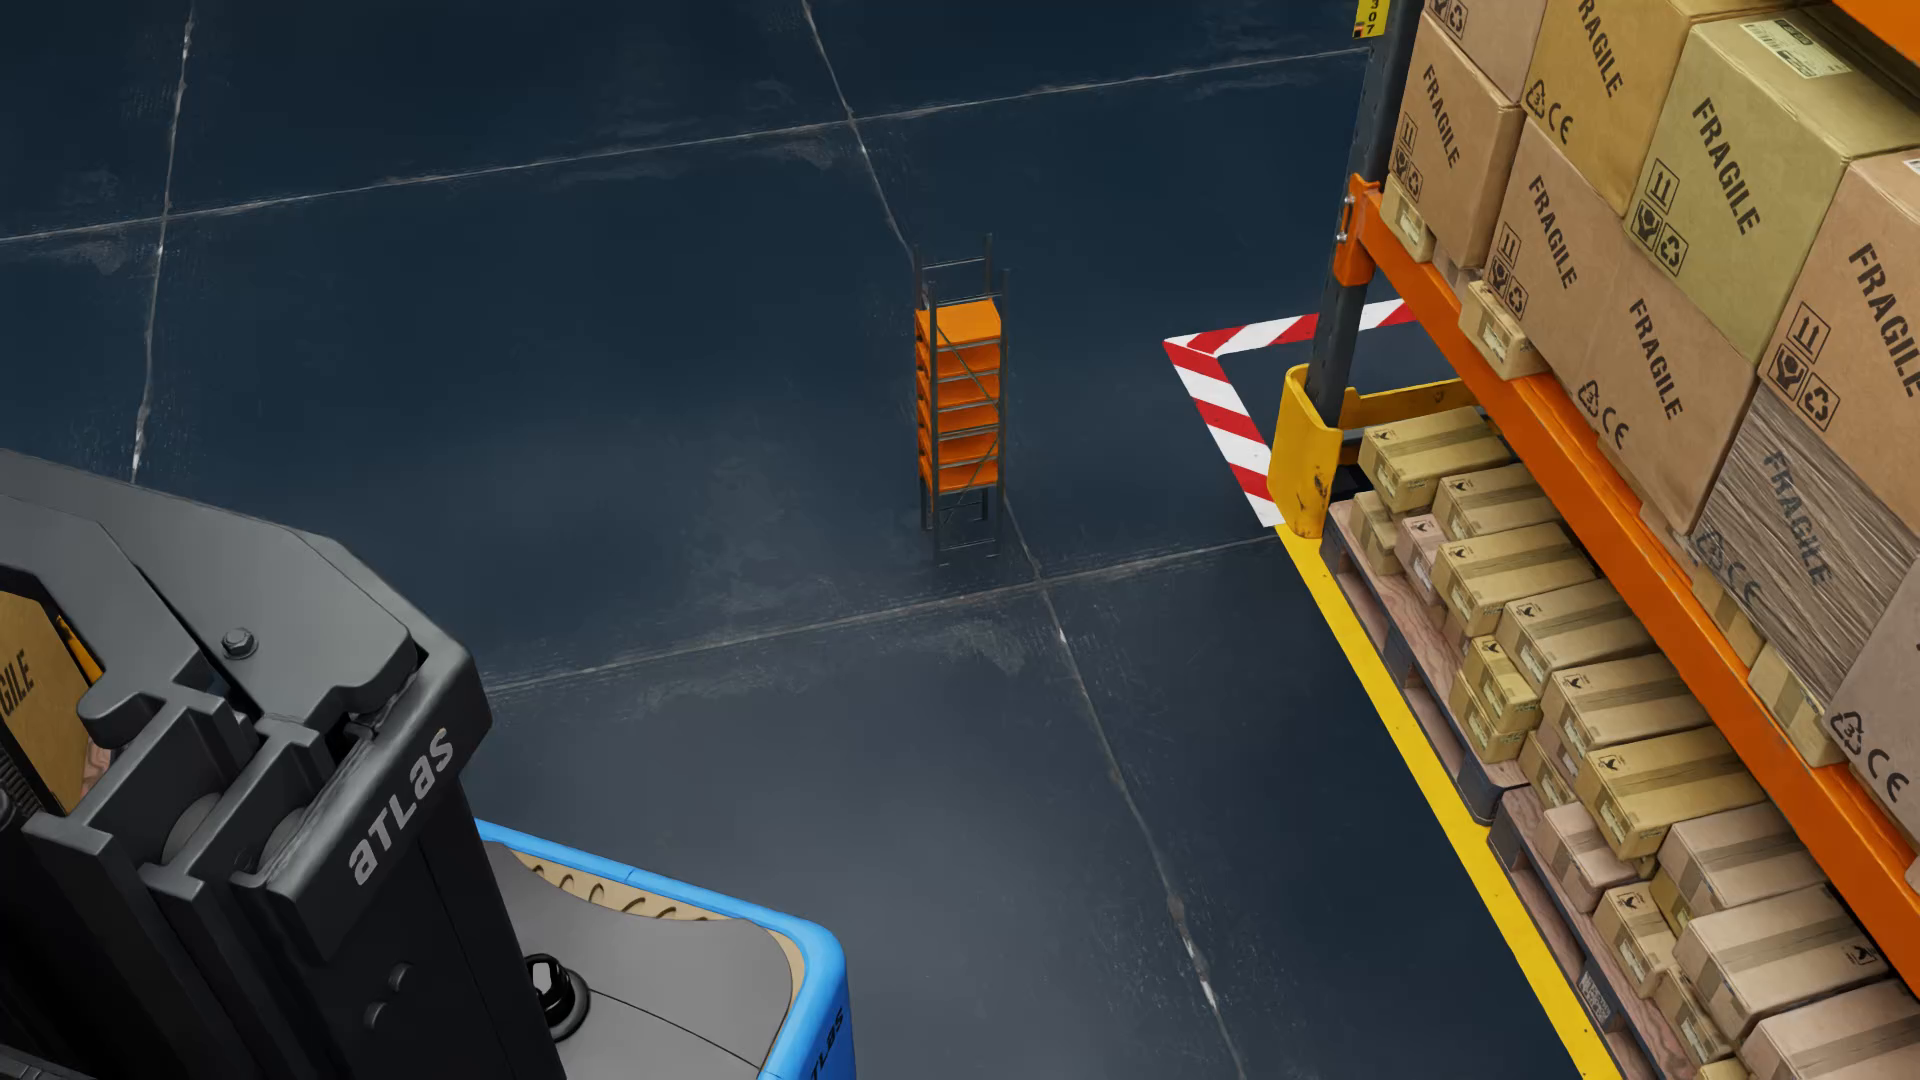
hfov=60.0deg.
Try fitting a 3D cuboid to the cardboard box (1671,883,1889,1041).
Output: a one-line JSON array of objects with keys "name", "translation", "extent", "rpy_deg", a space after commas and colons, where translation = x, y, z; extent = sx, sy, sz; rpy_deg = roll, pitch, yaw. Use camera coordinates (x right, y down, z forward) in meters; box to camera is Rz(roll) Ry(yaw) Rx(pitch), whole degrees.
[{"name": "cardboard box", "translation": [1.946, 0.999, 3.956], "extent": [0.380, 0.149, 0.250], "rpy_deg": [-12, 47, -12]}]

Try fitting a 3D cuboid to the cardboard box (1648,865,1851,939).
[{"name": "cardboard box", "translation": [2.009, 0.918, 4.243], "extent": [0.380, 0.149, 0.250], "rpy_deg": [-9, 46, -8]}]

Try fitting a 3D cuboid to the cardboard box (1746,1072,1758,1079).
[{"name": "cardboard box", "translation": [2.085, 1.299, 3.870], "extent": [0.380, 0.149, 0.250], "rpy_deg": [-10, 46, -9]}]

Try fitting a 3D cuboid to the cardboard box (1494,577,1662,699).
[{"name": "cardboard box", "translation": [1.746, 0.268, 4.672], "extent": [0.380, 0.149, 0.250], "rpy_deg": [-13, 47, -12]}]

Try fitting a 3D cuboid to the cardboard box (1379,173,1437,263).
[{"name": "cardboard box", "translation": [1.435, -0.948, 4.755], "extent": [0.380, 0.149, 0.250], "rpy_deg": [-11, 47, -11]}]

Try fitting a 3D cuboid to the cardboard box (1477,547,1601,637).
[{"name": "cardboard box", "translation": [1.719, 0.188, 4.960], "extent": [0.380, 0.149, 0.250], "rpy_deg": [-10, 46, -10]}]

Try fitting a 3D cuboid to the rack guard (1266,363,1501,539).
[{"name": "rack guard", "translation": [1.689, -0.393, 5.785], "extent": [1.175, 0.500, 0.348], "rpy_deg": [-11, 47, -10]}]

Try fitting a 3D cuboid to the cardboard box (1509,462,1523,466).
[{"name": "cardboard box", "translation": [2.006, -0.144, 5.493], "extent": [0.380, 0.149, 0.250], "rpy_deg": [-10, 46, -10]}]

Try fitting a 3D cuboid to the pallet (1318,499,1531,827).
[{"name": "pallet", "translation": [1.863, 0.276, 5.332], "extent": [1.003, 0.211, 1.213], "rpy_deg": [-11, 47, -10]}]

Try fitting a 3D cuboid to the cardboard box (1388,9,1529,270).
[{"name": "cardboard box", "translation": [1.517, -1.099, 4.448], "extent": [0.500, 0.500, 0.500], "rpy_deg": [-9, 46, -8]}]

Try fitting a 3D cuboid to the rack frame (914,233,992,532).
[{"name": "rack frame", "translation": [-0.020, -0.473, 5.374], "extent": [0.240, 1.200, 0.006], "rpy_deg": [-11, 47, -10]}]

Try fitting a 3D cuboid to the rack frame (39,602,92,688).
[{"name": "rack frame", "translation": [-3.151, -0.483, 4.123], "extent": [1.000, 3.000, 0.127], "rpy_deg": [-11, 47, -10]}]

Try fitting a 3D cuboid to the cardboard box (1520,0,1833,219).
[{"name": "cardboard box", "translation": [1.663, -1.103, 3.753], "extent": [0.500, 0.500, 0.500], "rpy_deg": [-9, 46, -9]}]

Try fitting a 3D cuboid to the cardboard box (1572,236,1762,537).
[{"name": "cardboard box", "translation": [1.792, -0.393, 3.757], "extent": [0.500, 0.500, 0.500], "rpy_deg": [-10, 46, -10]}]

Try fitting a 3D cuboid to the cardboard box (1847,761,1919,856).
[{"name": "cardboard box", "translation": [2.058, 0.472, 3.363], "extent": [0.380, 0.149, 0.250], "rpy_deg": [-11, 47, -11]}]

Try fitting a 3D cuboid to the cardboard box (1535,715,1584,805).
[{"name": "cardboard box", "translation": [1.840, 0.550, 4.604], "extent": [0.380, 0.149, 0.250], "rpy_deg": [-13, 47, -12]}]

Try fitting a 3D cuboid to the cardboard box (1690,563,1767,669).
[{"name": "cardboard box", "translation": [1.884, 0.119, 3.709], "extent": [0.380, 0.149, 0.250], "rpy_deg": [-9, 46, -9]}]

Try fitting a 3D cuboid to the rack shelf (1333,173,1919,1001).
[{"name": "rack shelf", "translation": [2.181, 0.313, 3.847], "extent": [1.077, 0.370, 4.000], "rpy_deg": [-11, 47, -10]}]

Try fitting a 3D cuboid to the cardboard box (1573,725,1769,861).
[{"name": "cardboard box", "translation": [1.831, 0.651, 4.297], "extent": [0.380, 0.149, 0.250], "rpy_deg": [-10, 46, -10]}]

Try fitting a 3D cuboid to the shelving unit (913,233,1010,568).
[{"name": "shelving unit", "translation": [0.004, -0.410, 5.312], "extent": [0.258, 1.200, 0.189], "rpy_deg": [-11, 47, -10]}]

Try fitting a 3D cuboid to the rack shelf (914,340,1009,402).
[{"name": "rack shelf", "translation": [0.004, -0.547, 5.172], "extent": [0.258, 0.103, 0.180], "rpy_deg": [-11, 47, -10]}]

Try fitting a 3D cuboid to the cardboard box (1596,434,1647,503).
[{"name": "cardboard box", "translation": [1.802, -0.239, 4.060], "extent": [0.380, 0.149, 0.250], "rpy_deg": [-11, 47, -11]}]

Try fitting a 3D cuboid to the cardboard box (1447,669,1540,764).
[{"name": "cardboard box", "translation": [1.670, 0.484, 4.878], "extent": [0.380, 0.149, 0.250], "rpy_deg": [-10, 46, -10]}]

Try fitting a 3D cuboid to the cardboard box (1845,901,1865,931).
[{"name": "cardboard box", "translation": [2.398, 0.927, 4.444], "extent": [0.380, 0.149, 0.250], "rpy_deg": [-9, 46, -9]}]

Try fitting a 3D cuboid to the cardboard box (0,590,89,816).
[{"name": "cardboard box", "translation": [-2.910, 0.541, 4.313], "extent": [0.875, 0.875, 0.875], "rpy_deg": [-11, 47, -10]}]

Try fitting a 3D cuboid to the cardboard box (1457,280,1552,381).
[{"name": "cardboard box", "translation": [1.558, -0.585, 4.399], "extent": [0.380, 0.149, 0.250], "rpy_deg": [-12, 47, -11]}]

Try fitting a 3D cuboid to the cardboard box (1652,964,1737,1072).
[{"name": "cardboard box", "translation": [1.997, 1.177, 4.198], "extent": [0.380, 0.149, 0.250], "rpy_deg": [-10, 46, -10]}]

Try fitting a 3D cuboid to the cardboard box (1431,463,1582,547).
[{"name": "cardboard box", "translation": [1.662, -0.085, 5.019], "extent": [0.380, 0.149, 0.250], "rpy_deg": [-10, 46, -10]}]

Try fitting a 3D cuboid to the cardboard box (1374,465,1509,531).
[{"name": "cardboard box", "translation": [1.555, -0.165, 5.305], "extent": [0.380, 0.149, 0.250], "rpy_deg": [-9, 46, -9]}]

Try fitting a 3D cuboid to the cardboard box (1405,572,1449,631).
[{"name": "cardboard box", "translation": [1.640, 0.117, 5.237], "extent": [0.380, 0.149, 0.250], "rpy_deg": [-11, 47, -10]}]

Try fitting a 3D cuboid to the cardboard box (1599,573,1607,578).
[{"name": "cardboard box", "translation": [2.154, 0.213, 5.143], "extent": [0.380, 0.149, 0.250], "rpy_deg": [-11, 47, -11]}]

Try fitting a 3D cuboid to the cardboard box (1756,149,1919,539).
[{"name": "cardboard box", "translation": [1.909, -0.389, 3.053], "extent": [0.500, 0.500, 0.500], "rpy_deg": [-12, 47, -12]}]

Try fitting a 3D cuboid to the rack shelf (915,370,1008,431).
[{"name": "rack shelf", "translation": [0.004, -0.463, 5.258], "extent": [0.258, 0.103, 0.180], "rpy_deg": [-11, 47, -10]}]

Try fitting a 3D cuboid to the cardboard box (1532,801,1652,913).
[{"name": "cardboard box", "translation": [1.807, 0.830, 4.538], "extent": [0.380, 0.149, 0.250], "rpy_deg": [-13, 47, -12]}]

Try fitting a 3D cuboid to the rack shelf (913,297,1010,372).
[{"name": "rack shelf", "translation": [0.004, -0.631, 5.086], "extent": [0.258, 0.103, 0.180], "rpy_deg": [-11, 47, -10]}]

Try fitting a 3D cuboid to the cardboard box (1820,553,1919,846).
[{"name": "cardboard box", "translation": [2.039, 0.318, 3.060], "extent": [0.500, 0.500, 0.500], "rpy_deg": [-11, 47, -11]}]

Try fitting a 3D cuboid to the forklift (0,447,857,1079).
[{"name": "forklift", "translation": [-1.183, 1.426, 2.301], "extent": [1.130, 2.935, 3.031], "rpy_deg": [14, 47, 13]}]
